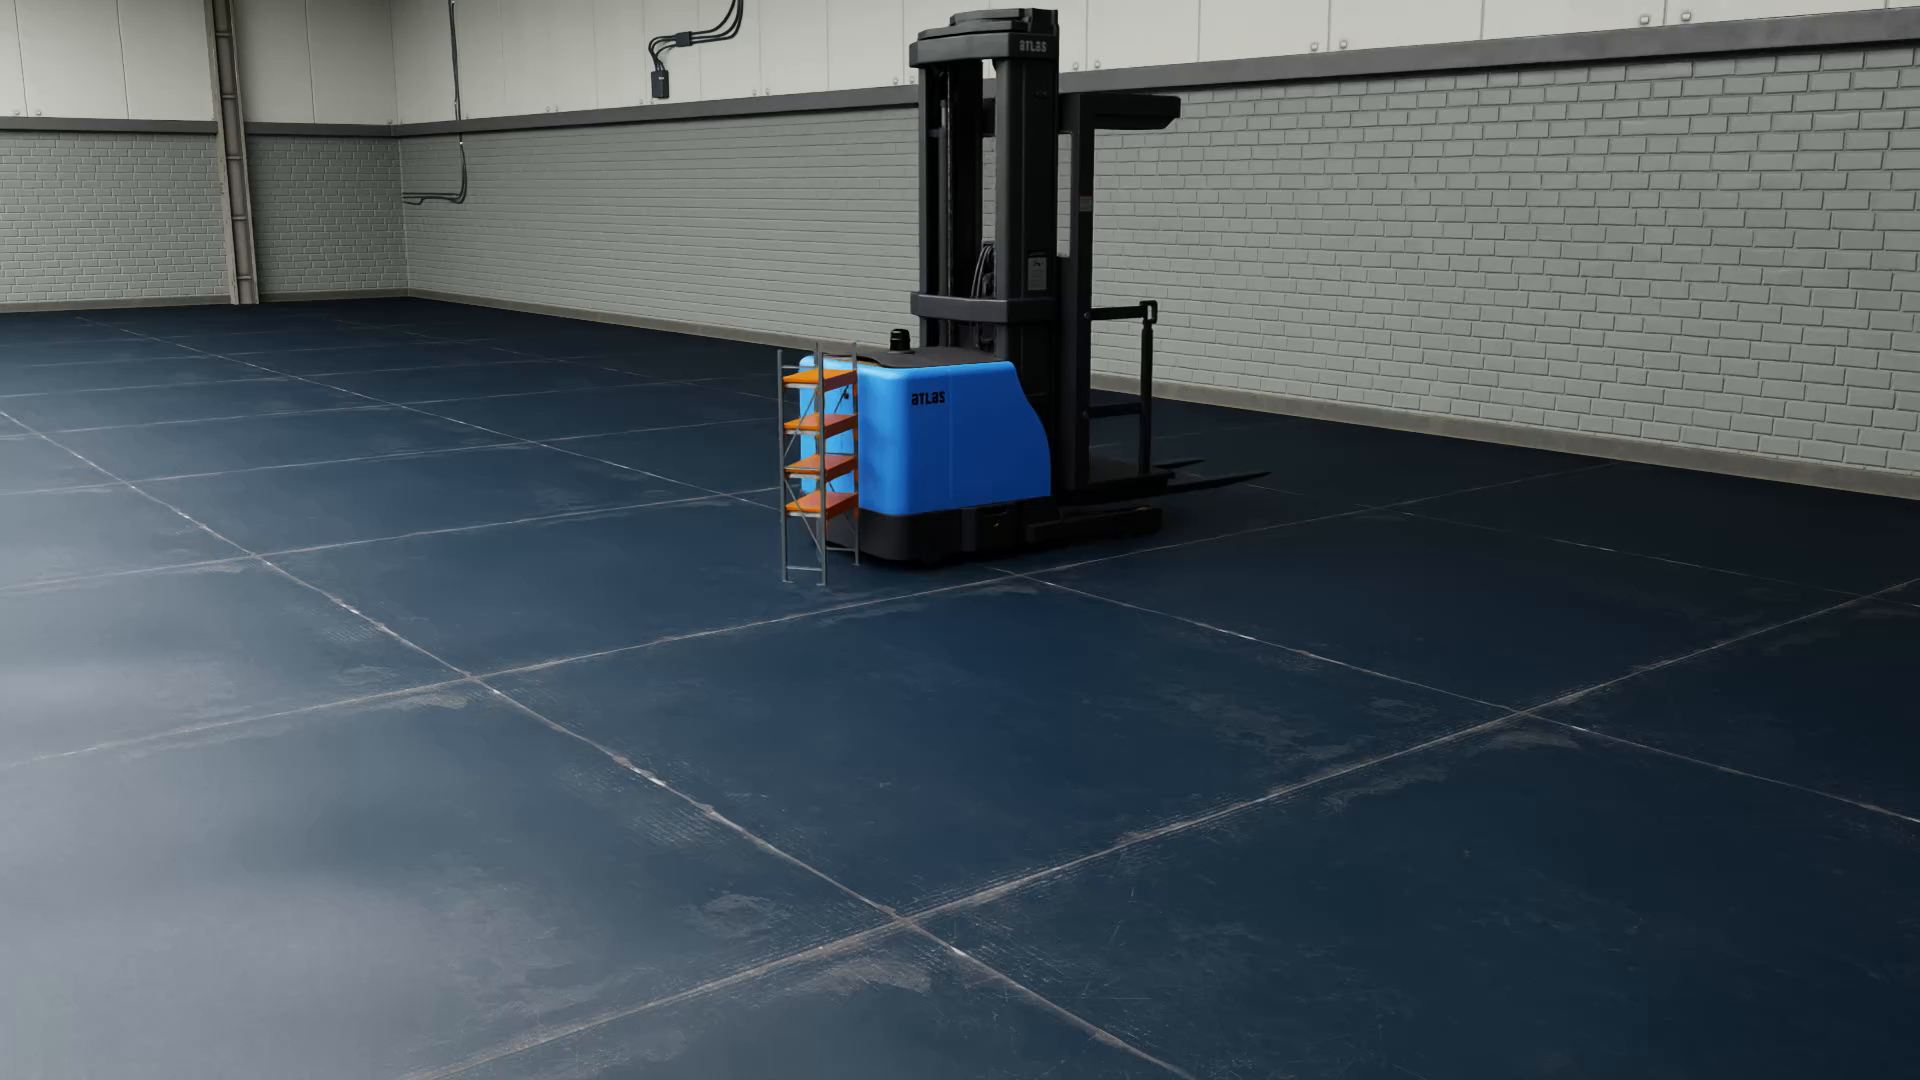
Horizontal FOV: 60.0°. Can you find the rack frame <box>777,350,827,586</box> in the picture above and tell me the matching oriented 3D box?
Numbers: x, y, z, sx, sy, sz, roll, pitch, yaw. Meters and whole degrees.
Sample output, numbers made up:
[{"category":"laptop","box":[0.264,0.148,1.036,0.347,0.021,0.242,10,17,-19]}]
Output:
[{"category":"rack frame","box":[-0.799,-0.360,8.436,0.240,1.200,0.015,4,12,16]}]

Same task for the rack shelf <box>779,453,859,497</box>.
[{"category":"rack shelf","box":[-0.729,-0.343,8.679,0.258,0.148,0.480,4,12,16]}]

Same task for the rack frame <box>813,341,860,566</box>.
[{"category":"rack frame","box":[-0.659,-0.457,8.893,0.240,1.200,0.015,4,12,16]}]

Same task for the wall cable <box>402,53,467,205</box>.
[{"category":"wall cable","box":[-9.414,-7.200,29.345,0.112,2.526,3.097,-9,15,-38]}]

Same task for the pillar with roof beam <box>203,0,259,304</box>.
[{"category":"pillar with roof beam","box":[-9.851,-7.852,24.944,0.400,9.000,9.100,-9,15,-38]}]

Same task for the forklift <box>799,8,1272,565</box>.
[{"category":"forklift","box":[0.573,-1.520,9.732,3.031,2.935,1.130,-9,15,-35]}]

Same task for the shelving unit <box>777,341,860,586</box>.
[{"category":"shelving unit","box":[-0.729,-0.409,8.665,0.258,1.200,0.503,4,12,16]}]

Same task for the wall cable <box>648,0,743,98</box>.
[{"category":"wall cable","box":[-3.496,-8.840,21.408,0.169,6.003,2.305,-9,15,-38]}]

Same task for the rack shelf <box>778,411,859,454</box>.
[{"category":"rack shelf","box":[-0.729,-0.562,8.632,0.258,0.148,0.480,4,12,16]}]

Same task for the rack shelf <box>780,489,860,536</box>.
[{"category":"rack shelf","box":[-0.729,-0.149,8.720,0.258,0.148,0.480,4,12,16]}]

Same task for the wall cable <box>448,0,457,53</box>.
[{"category":"wall cable","box":[-7.724,-9.231,26.754,0.112,2.526,3.097,-9,15,-38]}]

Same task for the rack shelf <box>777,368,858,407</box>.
[{"category":"rack shelf","box":[-0.729,-0.793,8.583,0.258,0.148,0.480,4,12,16]}]
